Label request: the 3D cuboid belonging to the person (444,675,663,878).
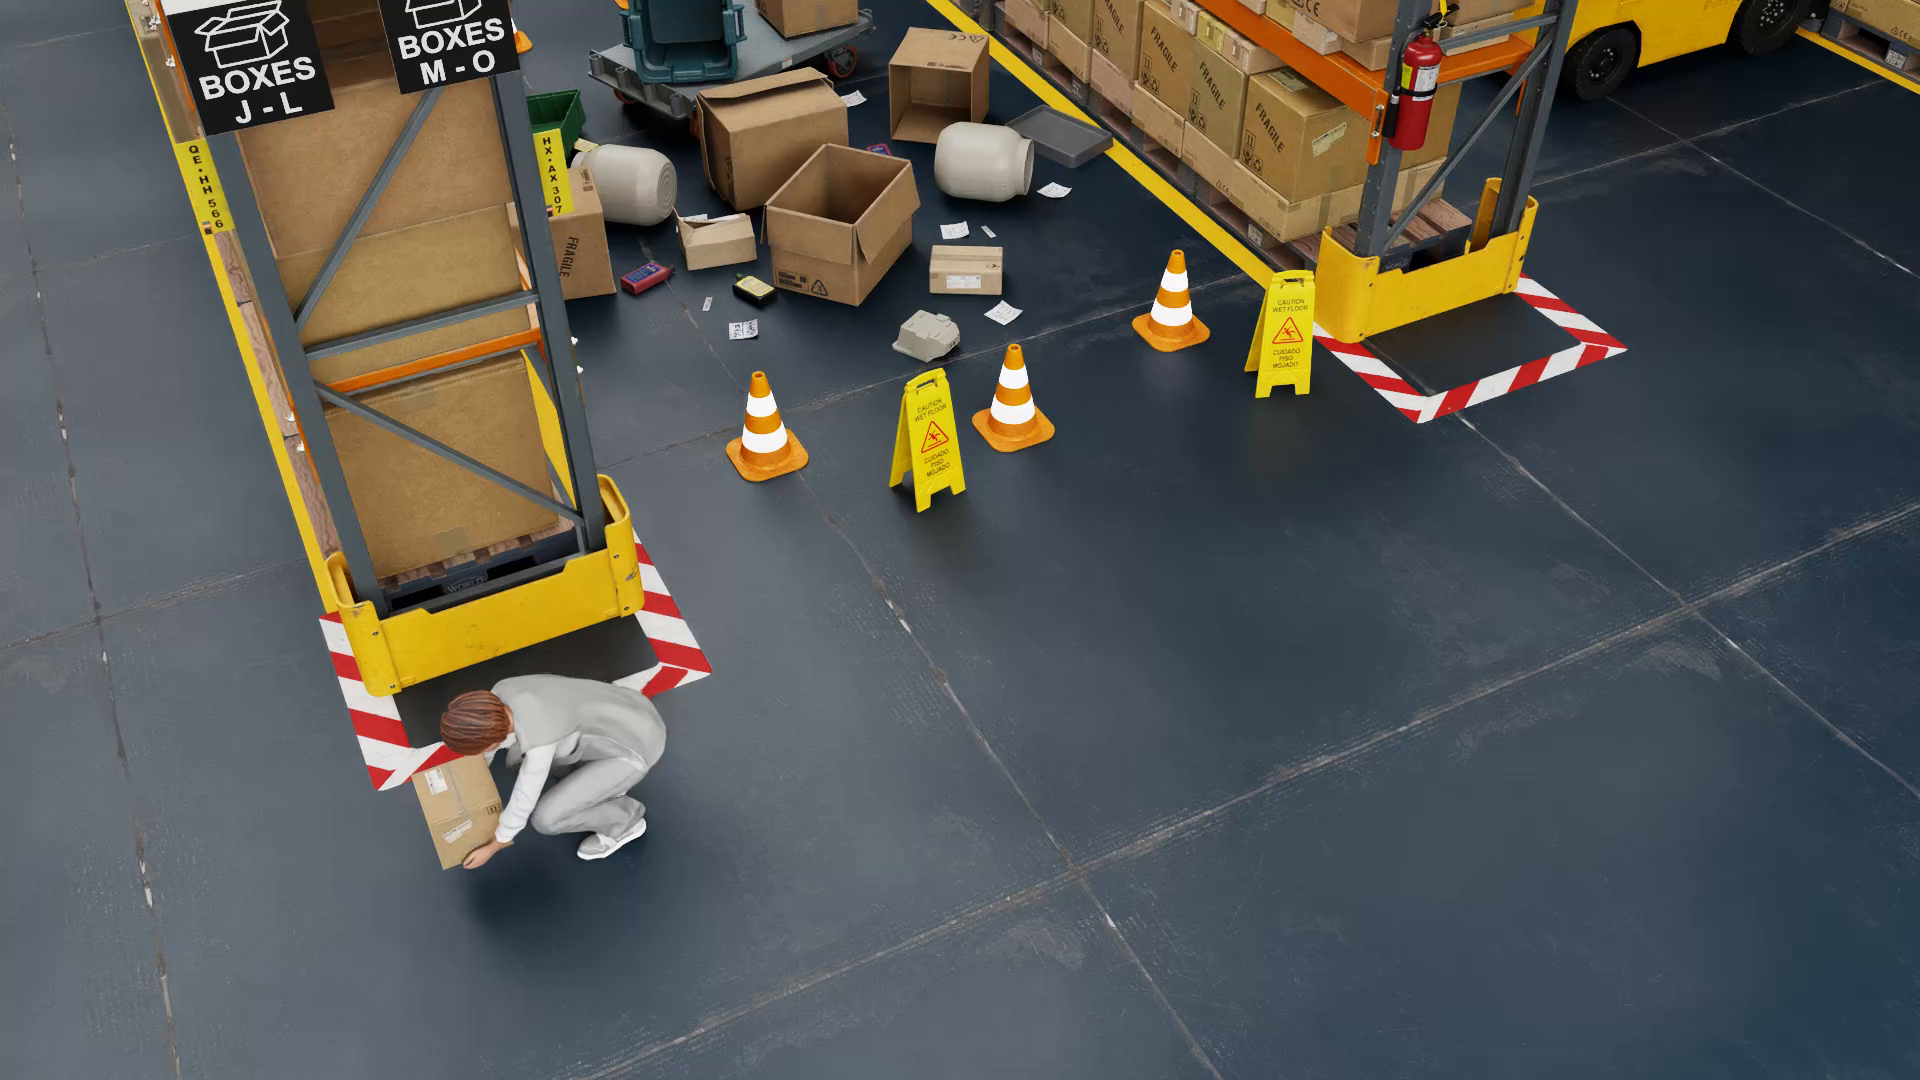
[{"bbox_3d":[-1.452,0.751,5.858,0.810,0.900,0.434,-20,45,-20],"label":"person"}]
